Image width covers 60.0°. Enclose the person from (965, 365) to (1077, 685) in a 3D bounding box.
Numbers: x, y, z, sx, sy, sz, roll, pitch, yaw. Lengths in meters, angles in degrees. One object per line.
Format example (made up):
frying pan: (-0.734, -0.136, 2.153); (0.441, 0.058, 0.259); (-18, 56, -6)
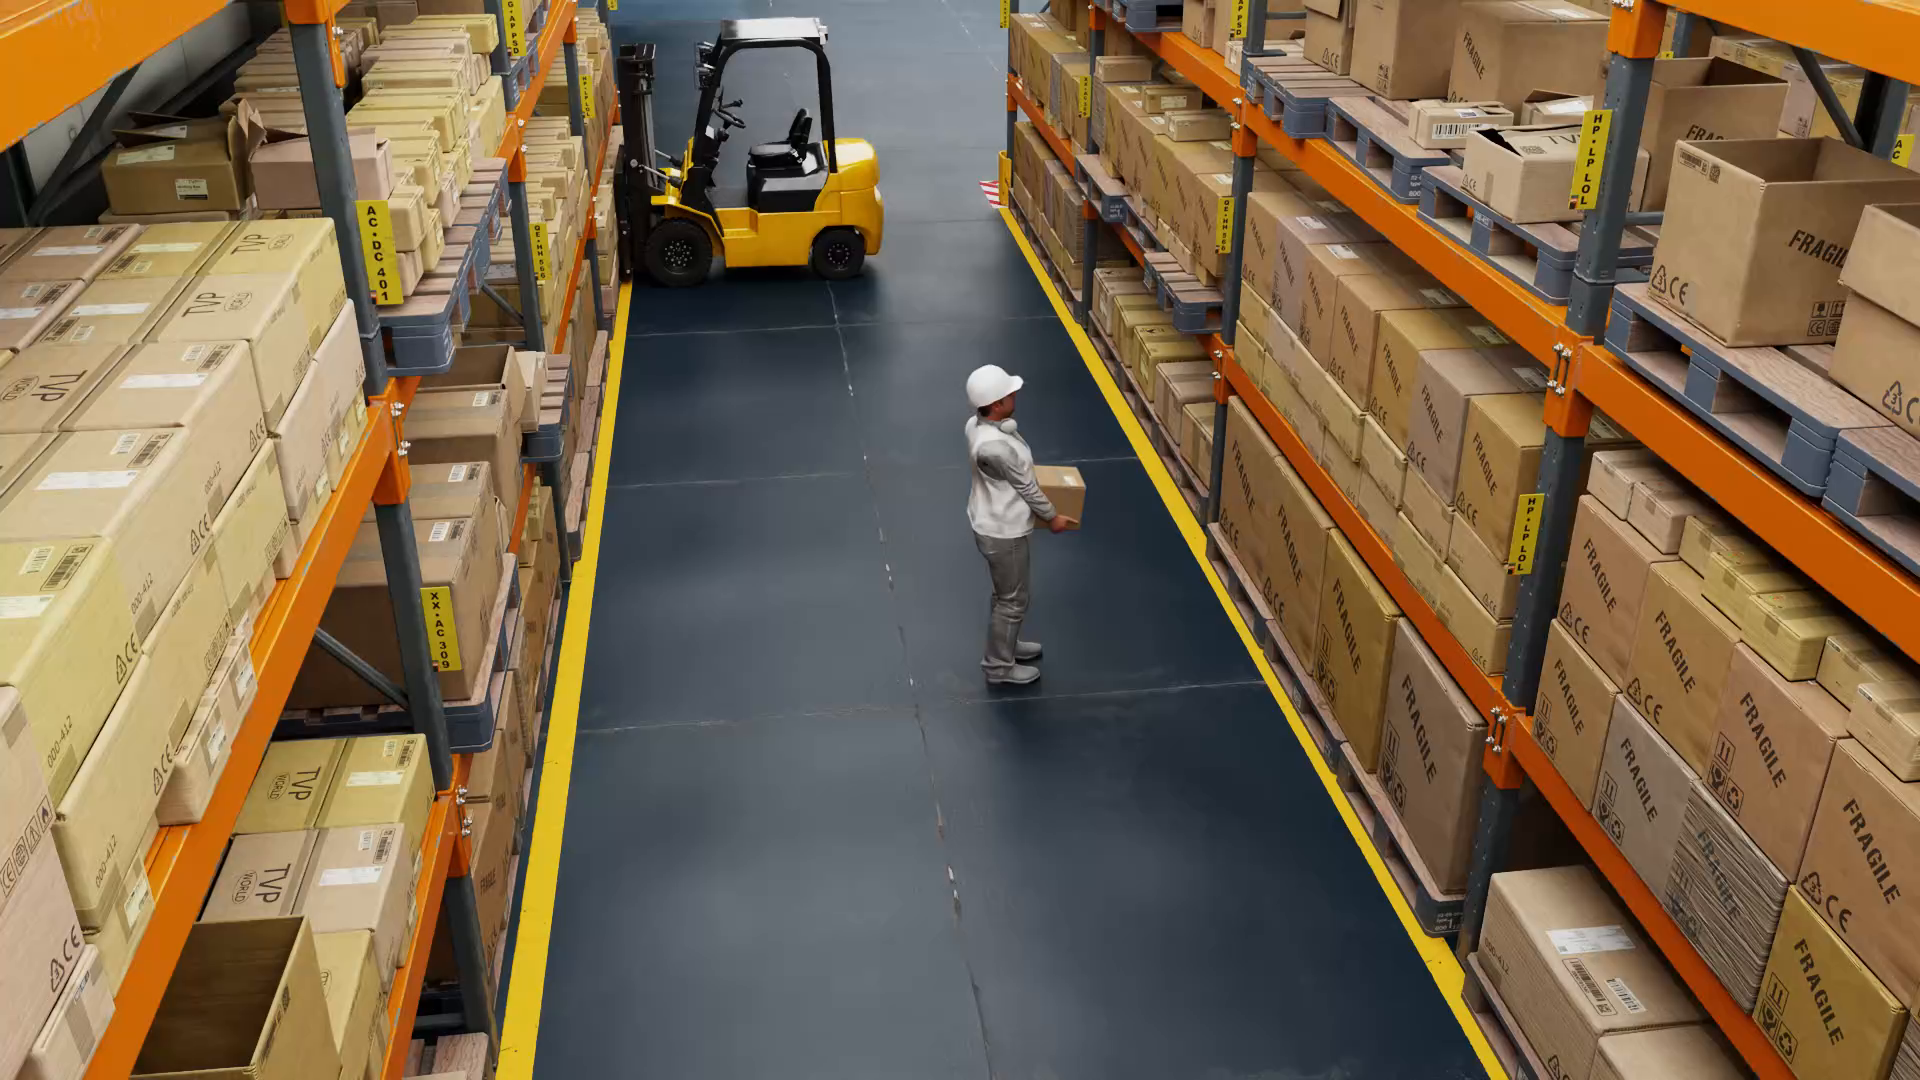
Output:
person: (0.313, -0.095, 8.786); (0.565, 1.762, 0.494); (-3, 27, -7)
